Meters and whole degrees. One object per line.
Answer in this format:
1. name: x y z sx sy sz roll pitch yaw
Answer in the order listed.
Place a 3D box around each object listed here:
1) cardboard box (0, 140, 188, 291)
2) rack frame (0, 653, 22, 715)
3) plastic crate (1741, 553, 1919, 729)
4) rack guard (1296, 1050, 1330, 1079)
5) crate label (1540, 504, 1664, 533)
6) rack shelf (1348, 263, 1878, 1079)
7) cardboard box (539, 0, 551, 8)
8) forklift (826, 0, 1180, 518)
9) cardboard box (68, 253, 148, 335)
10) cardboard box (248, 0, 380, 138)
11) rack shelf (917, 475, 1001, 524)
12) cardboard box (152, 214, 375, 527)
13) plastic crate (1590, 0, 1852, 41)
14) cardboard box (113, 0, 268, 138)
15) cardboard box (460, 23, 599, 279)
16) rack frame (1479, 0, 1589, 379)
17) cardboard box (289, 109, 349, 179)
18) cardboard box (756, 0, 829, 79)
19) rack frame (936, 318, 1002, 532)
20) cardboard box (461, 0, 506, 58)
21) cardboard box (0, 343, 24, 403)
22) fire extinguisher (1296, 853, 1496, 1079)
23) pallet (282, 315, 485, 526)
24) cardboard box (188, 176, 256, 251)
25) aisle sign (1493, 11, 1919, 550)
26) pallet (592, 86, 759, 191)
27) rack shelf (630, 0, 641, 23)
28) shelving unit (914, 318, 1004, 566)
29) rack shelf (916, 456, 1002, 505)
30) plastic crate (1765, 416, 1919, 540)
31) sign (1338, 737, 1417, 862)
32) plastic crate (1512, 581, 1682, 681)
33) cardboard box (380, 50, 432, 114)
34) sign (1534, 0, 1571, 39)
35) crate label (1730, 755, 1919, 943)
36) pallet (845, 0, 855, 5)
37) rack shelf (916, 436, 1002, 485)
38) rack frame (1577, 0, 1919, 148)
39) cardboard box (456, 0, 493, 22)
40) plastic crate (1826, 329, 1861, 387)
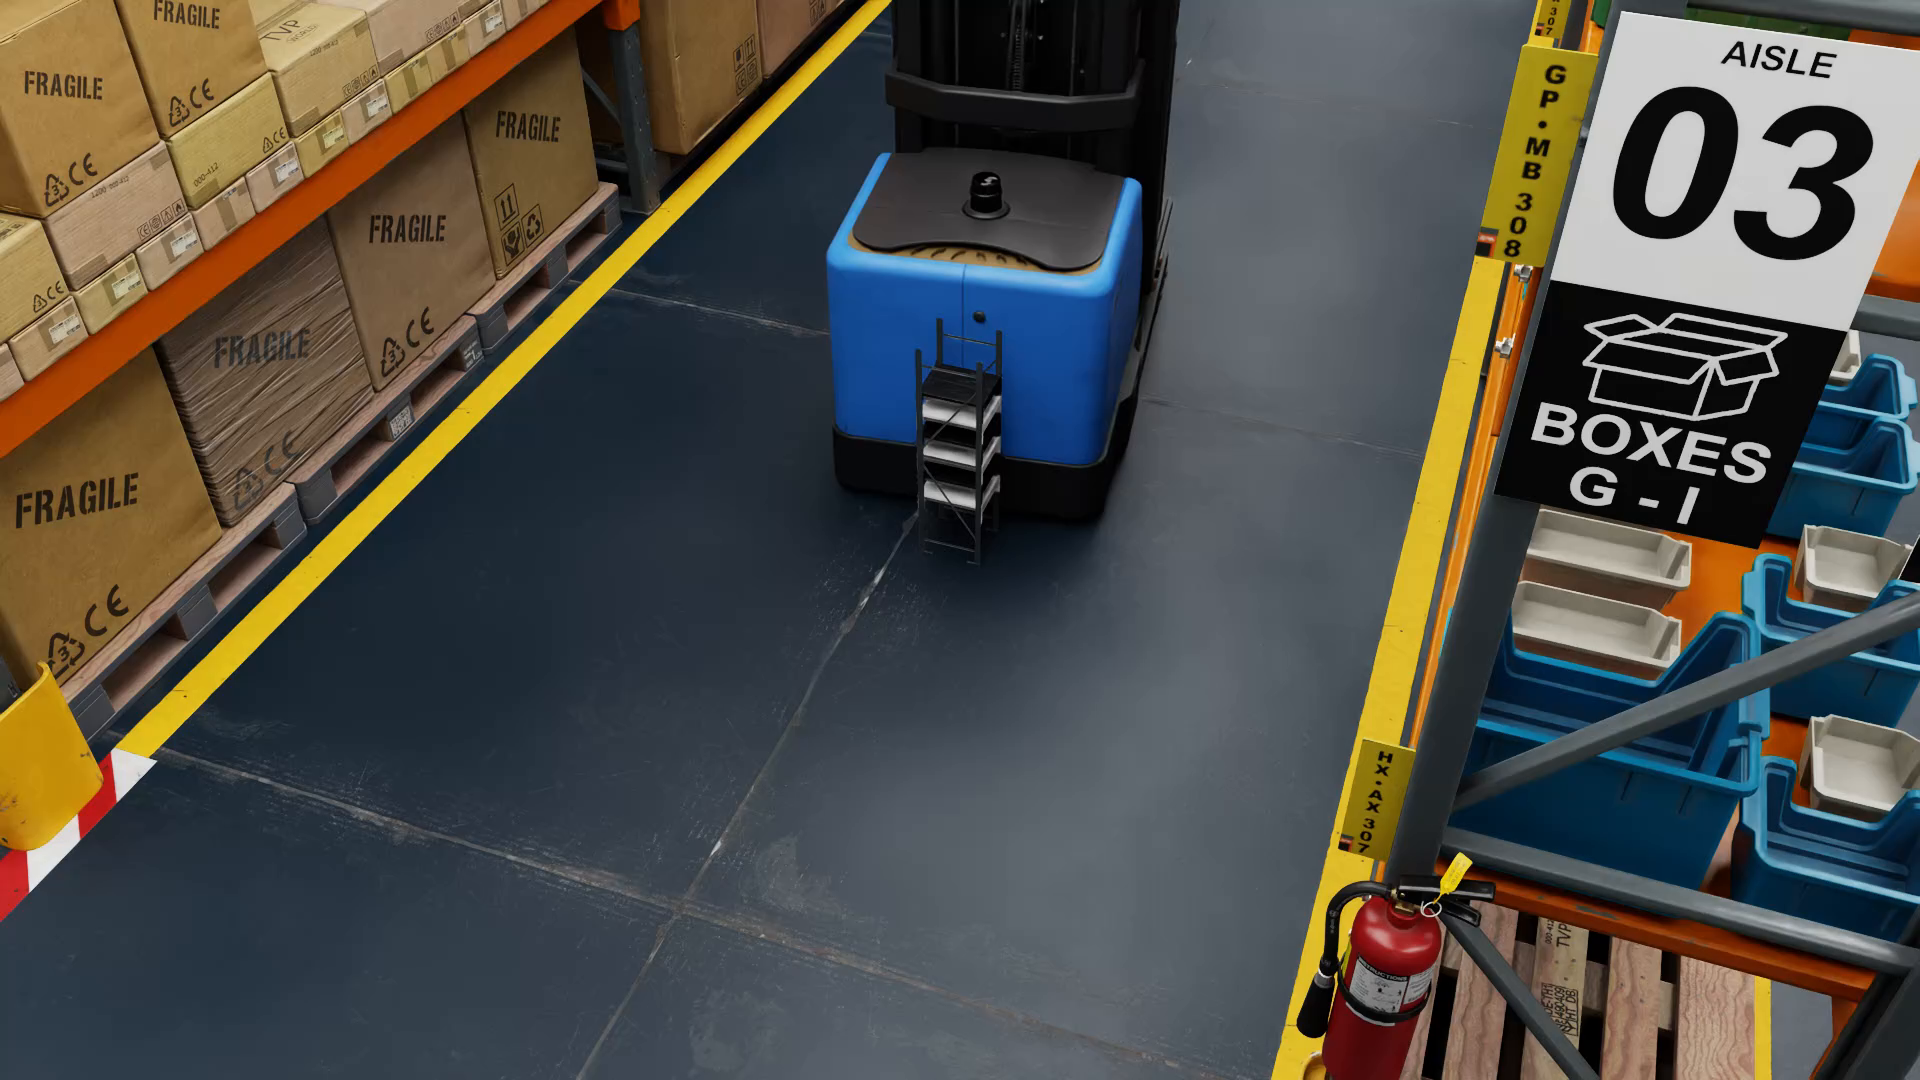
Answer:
1. cardboard box: -2.738 -1.026 5.028 0.500 0.250 0.500 13 42 15
2. rack frame: -3.327 -0.419 4.429 1.000 3.000 0.127 13 42 15
3. plastic crate: 1.946 0.243 3.737 0.416 0.233 0.300 13 42 15
4. rack guard: 1.331 1.649 3.932 1.175 0.500 0.348 13 42 15
5. crate label: 1.621 -0.128 4.246 0.396 0.136 0.243 13 42 15
6. rack shelf: 2.011 -0.265 4.804 1.077 0.370 4.000 13 42 15
7. cardboard box: -1.844 -2.347 6.883 0.380 0.149 0.250 14 42 16
8. forklift: 0.331 -2.162 6.526 1.130 2.935 3.031 8 41 9
9. cardboard box: -2.722 -0.779 5.046 0.380 0.149 0.250 12 42 14
10. cardboard box: -2.389 -1.651 5.760 0.500 0.250 0.500 12 42 14
11. rack shelf: -0.003 -0.175 6.091 0.258 0.077 0.200 13 42 15
12. cardboard box: -2.872 -0.733 6.112 0.875 0.875 0.875 13 42 15
13. plastic crate: 1.396 -1.045 3.016 0.450 0.188 0.336 13 42 15
14. cardboard box: -2.567 -1.615 5.140 0.500 0.500 0.500 12 42 14
15. cardboard box: -2.260 -1.825 7.391 0.875 0.875 0.875 13 42 15
16. rack frame: 2.695 -1.759 6.001 1.000 3.000 0.127 13 42 15
17. cardboard box: -2.371 -1.405 5.779 0.380 0.149 0.250 12 42 14
18. cardboard box: -1.454 -3.150 8.944 1.225 0.875 0.875 12 42 14
19. rack frame: 0.032 -0.399 6.025 0.240 0.900 0.006 13 42 15
20. cardboard box: -2.019 -2.034 6.516 0.380 0.149 0.250 14 42 16
21. cardboard box: -2.896 -0.466 4.679 0.380 0.149 0.250 14 42 16
22. fire extinguisher: 0.849 0.843 3.298 0.296 0.674 0.183 13 42 15
23. pallet: -2.708 -0.604 6.796 1.003 0.211 1.213 13 42 15
24. cardboard box: -2.546 -1.093 5.414 0.380 0.149 0.250 13 42 14
25. aisle sign: 1.027 -0.329 2.322 0.394 0.787 0.004 13 42 15
26. pallet: -1.766 -2.285 8.765 1.003 0.211 1.213 13 42 15
27. rack shelf: -1.275 -3.804 8.952 1.077 0.370 4.000 13 42 15
28. shelving unit: -0.003 -0.337 5.952 0.258 0.900 0.210 13 42 15
29. rack shelf: -0.003 -0.244 6.032 0.258 0.077 0.200 13 42 15
30. plastic crate: 2.171 -0.159 4.208 0.416 0.233 0.300 13 42 15
31. sign: 0.805 0.506 3.220 0.100 0.325 0.005 13 42 15
32. plastic crate: 1.436 0.221 3.837 0.396 0.136 0.243 13 42 15
33. cardboard box: -2.195 -1.720 6.149 0.380 0.149 0.250 13 42 14
34. sign: 2.179 -1.987 6.055 0.100 0.325 0.005 13 42 15
35. crate label: 1.721 0.644 3.267 0.416 0.233 0.303 13 42 15
36. pallet: -0.932 -3.773 10.510 1.003 0.211 1.213 13 42 15
37. rack shelf: -0.003 -0.312 5.974 0.258 0.077 0.200 13 42 15
38. rack frame: 1.327 -1.601 1.194 1.000 3.000 0.127 13 42 15
39. cardboard box: -2.038 -2.271 6.487 0.500 0.250 0.500 15 43 16
40. plastic crate: 2.382 -0.553 4.744 0.293 0.136 0.466 13 42 15
